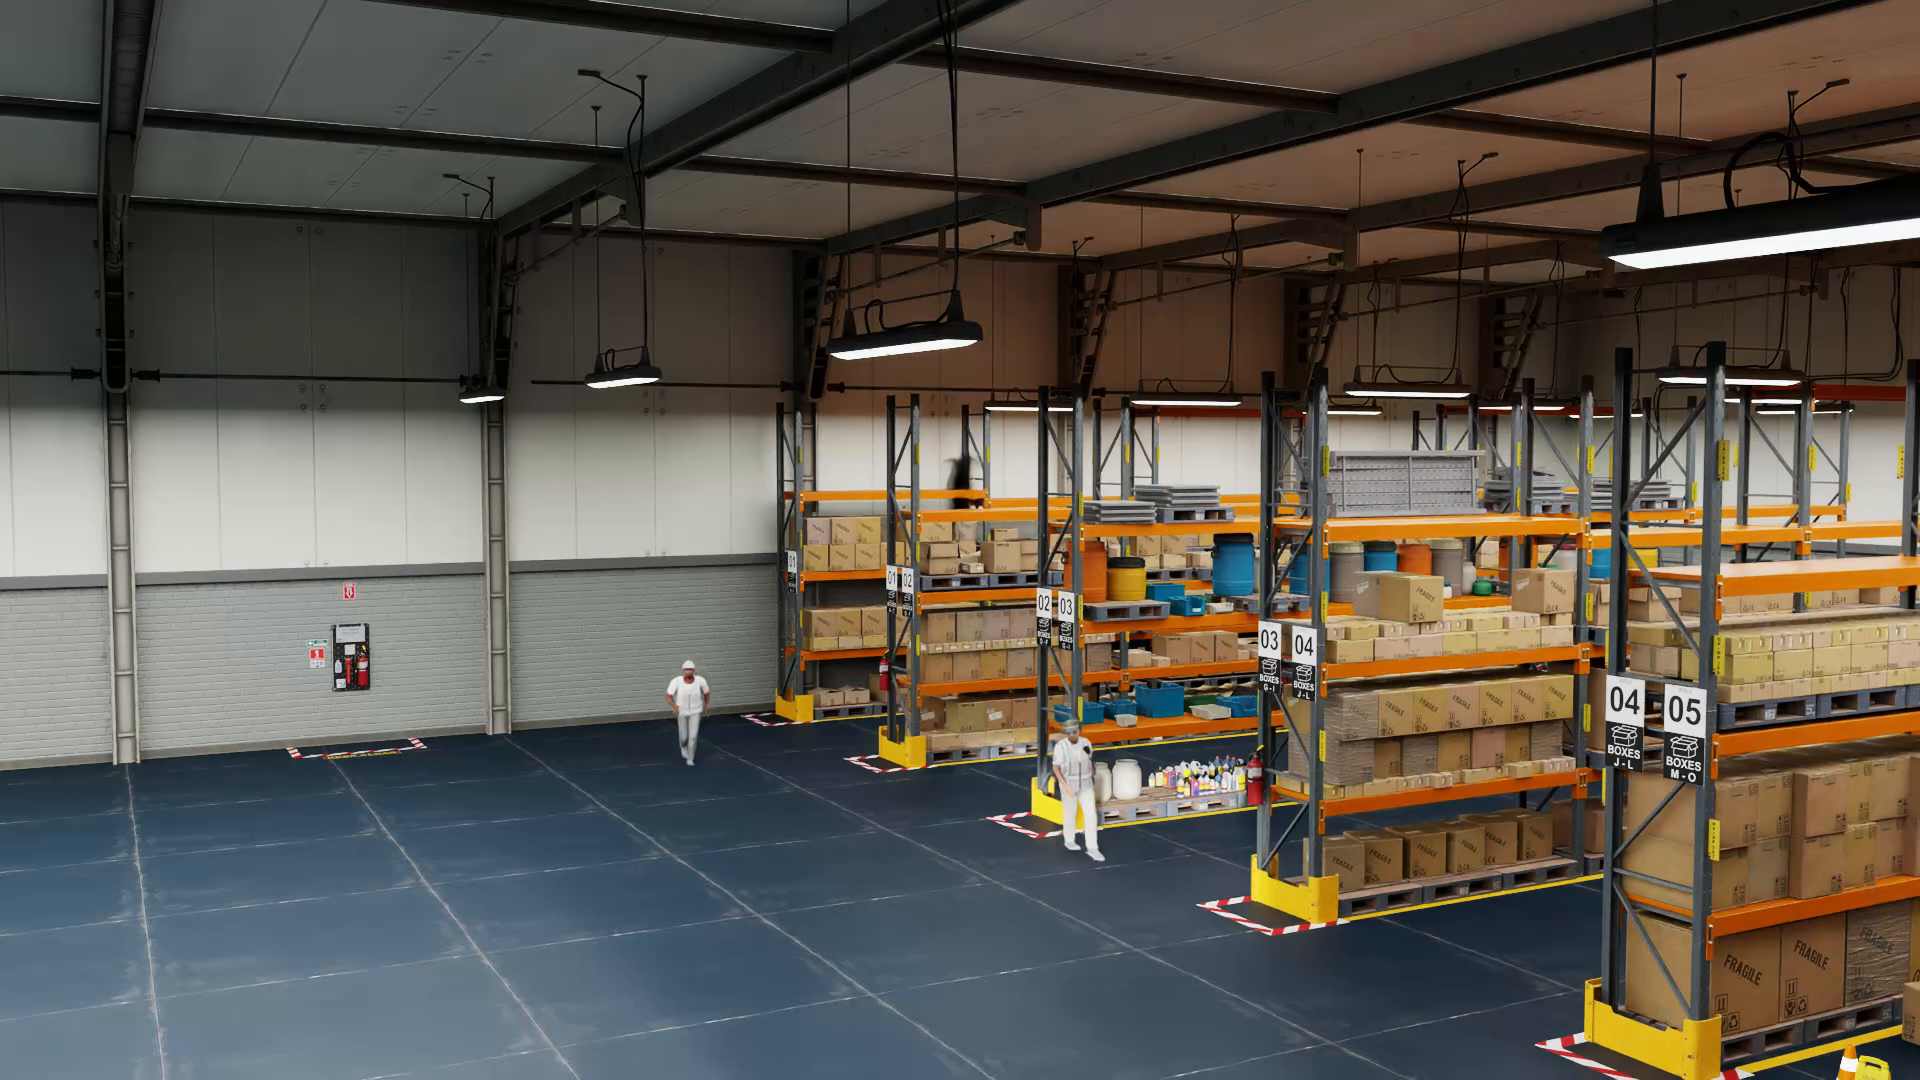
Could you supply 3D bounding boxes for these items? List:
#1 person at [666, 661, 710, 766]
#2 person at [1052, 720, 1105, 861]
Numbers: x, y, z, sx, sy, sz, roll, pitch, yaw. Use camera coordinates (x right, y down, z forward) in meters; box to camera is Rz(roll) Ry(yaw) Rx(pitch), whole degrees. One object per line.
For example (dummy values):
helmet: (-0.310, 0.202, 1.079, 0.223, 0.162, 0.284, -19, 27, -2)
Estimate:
person: (-4.415, 2.793, 27.030, 0.703, 1.712, 0.683, -1, 3, -11)
person: (1.448, 3.103, 20.878, 0.600, 1.725, 0.799, -1, 3, -11)
